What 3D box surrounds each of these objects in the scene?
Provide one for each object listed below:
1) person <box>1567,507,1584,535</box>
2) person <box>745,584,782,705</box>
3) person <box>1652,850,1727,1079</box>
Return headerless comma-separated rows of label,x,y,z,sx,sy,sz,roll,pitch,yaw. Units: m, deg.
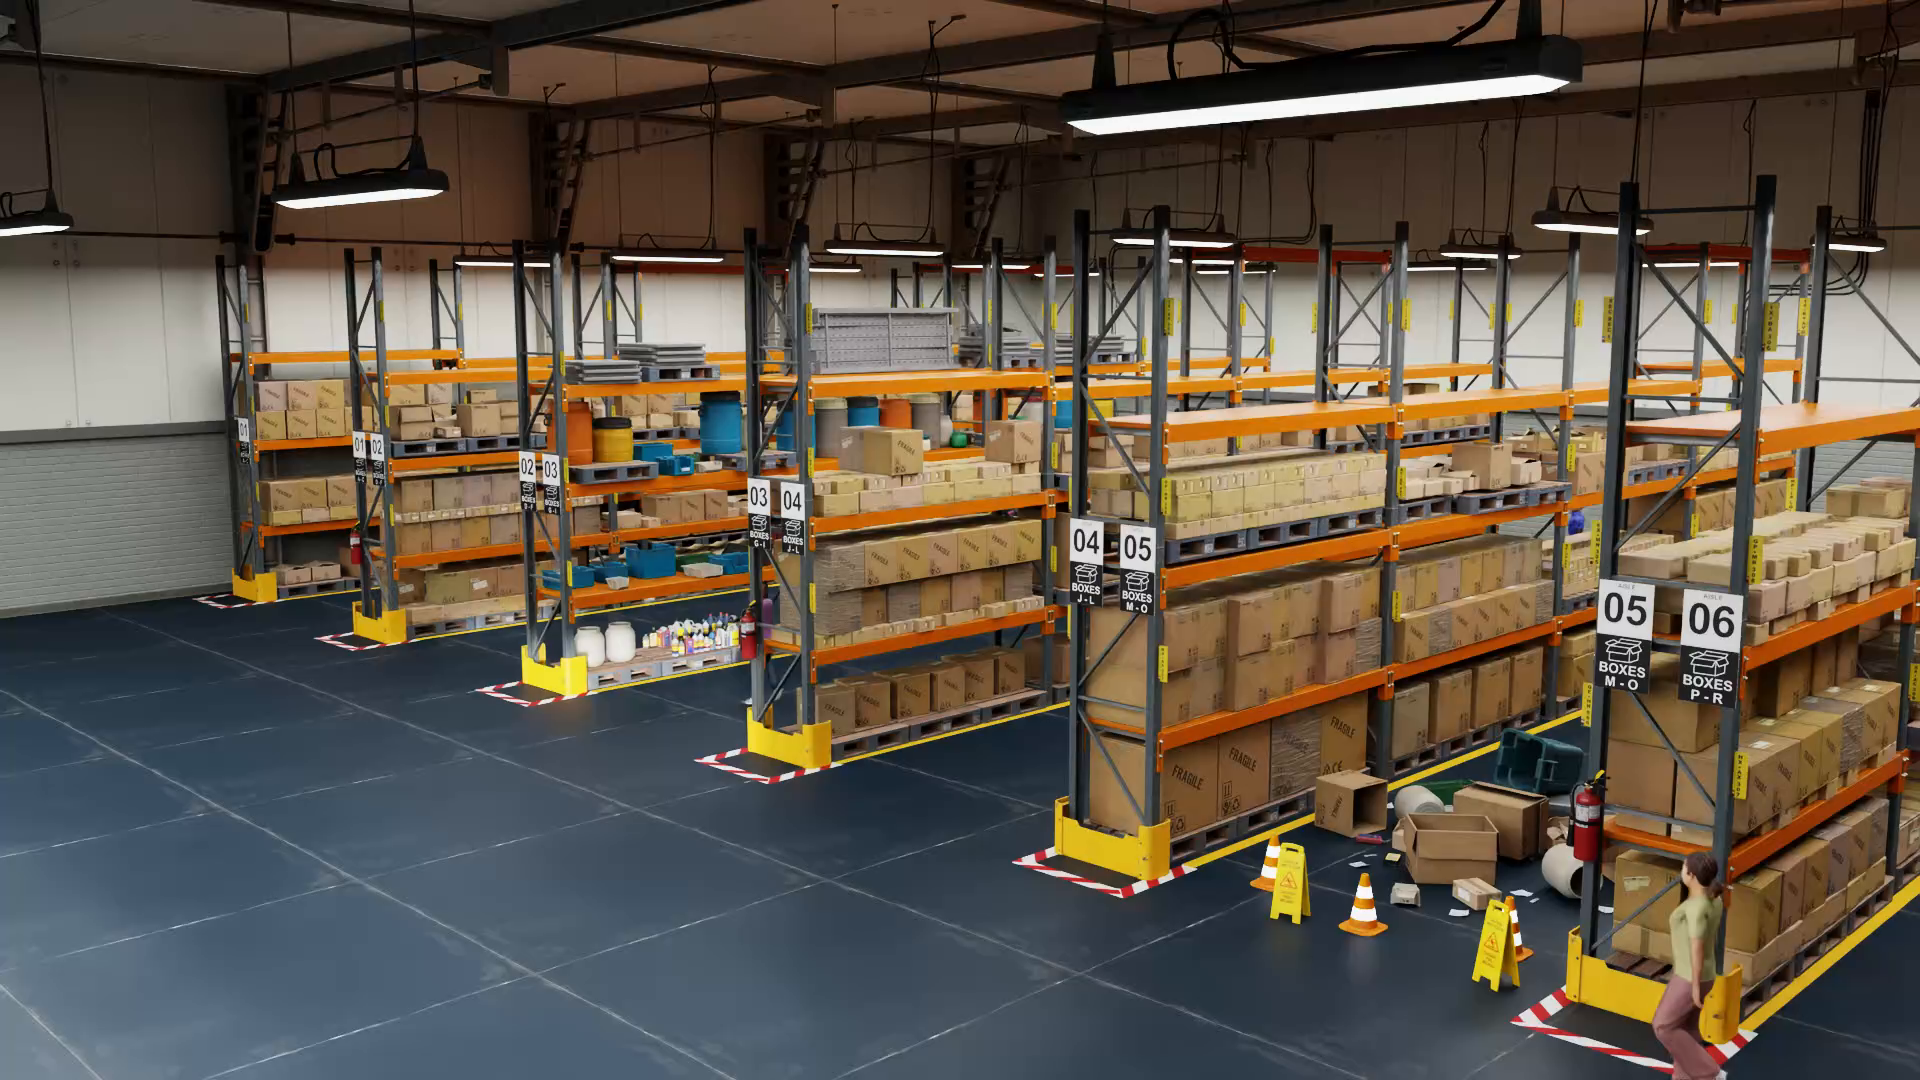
person,11.142,0.083,30.048,0.549,1.651,0.436,5,9,29
person,-2.548,1.331,21.489,0.357,1.609,0.449,6,10,36
person,4.712,2.821,10.709,0.470,1.669,0.453,2,8,16
